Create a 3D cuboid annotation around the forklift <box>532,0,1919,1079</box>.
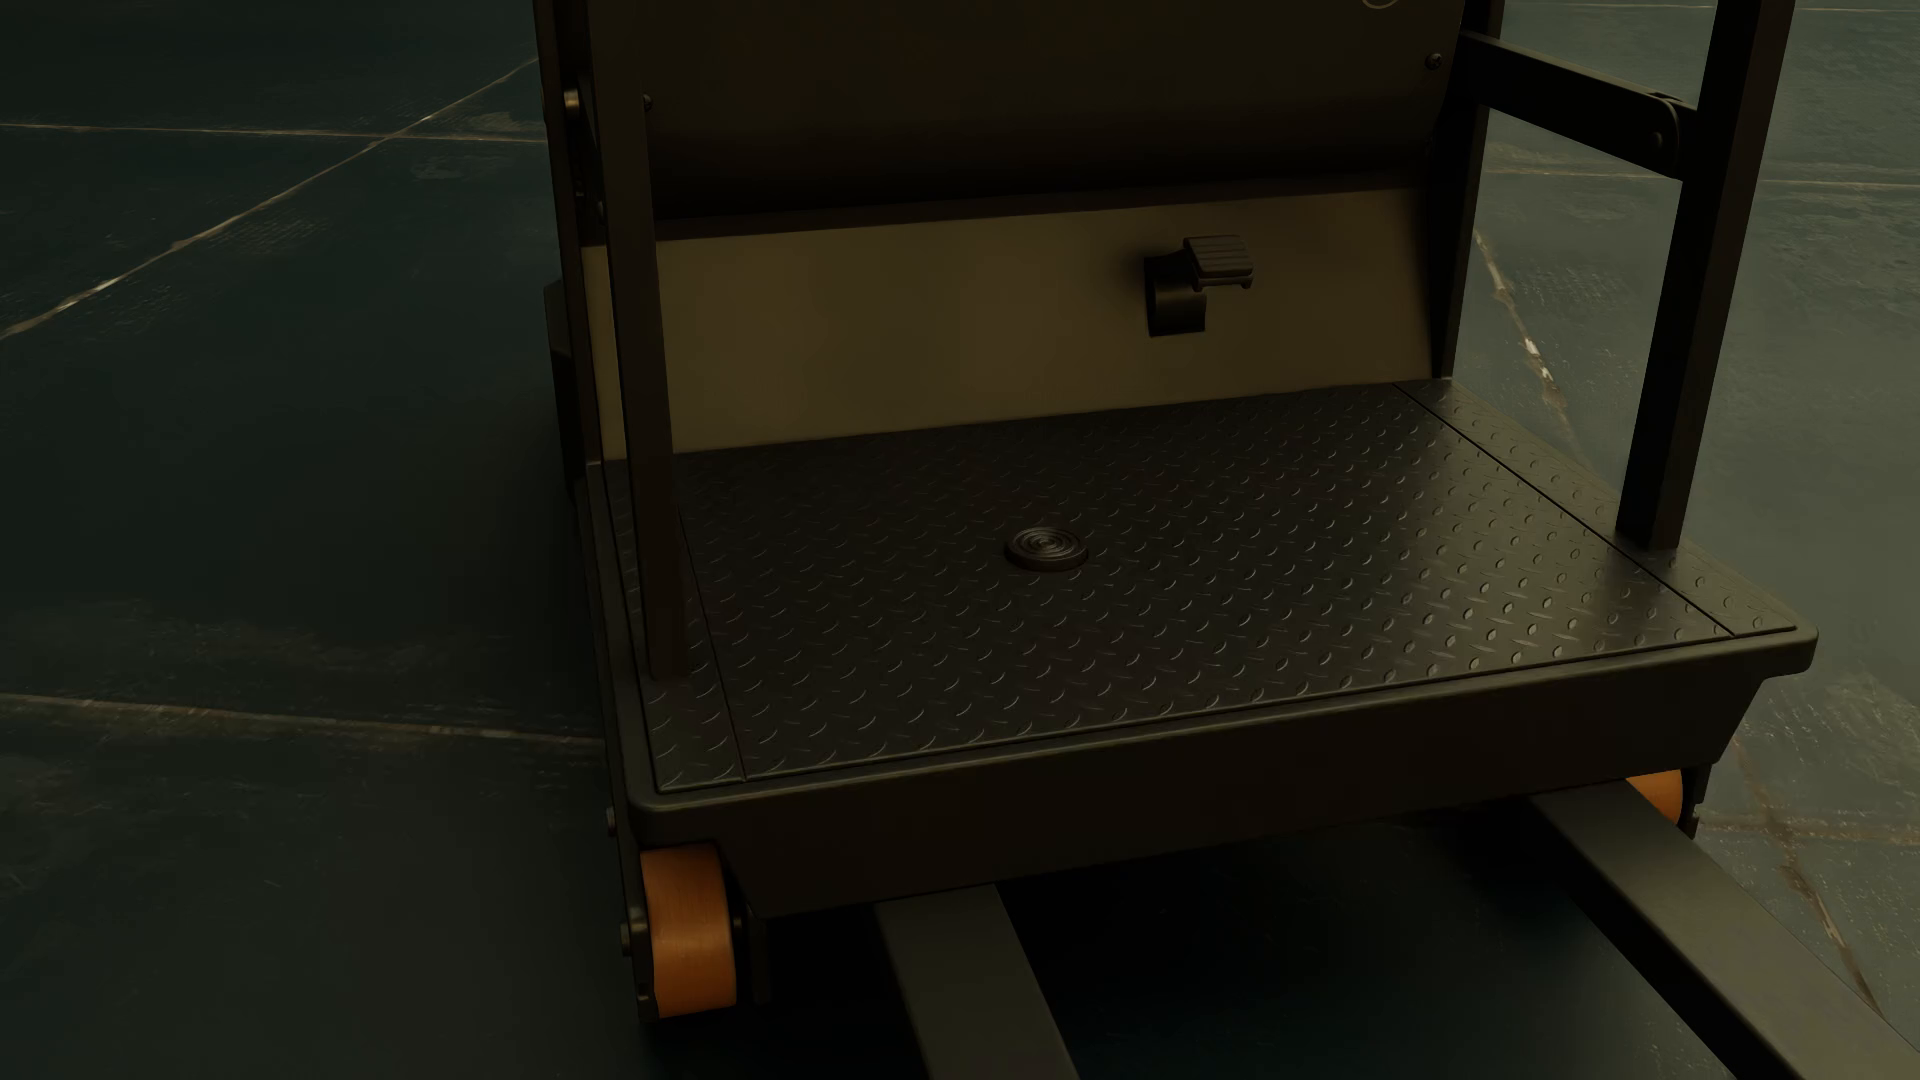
[{"bbox_3d":[0.153,-1.049,1.319,1.130,2.935,3.031,-7,27,-13],"label":"forklift"}]
